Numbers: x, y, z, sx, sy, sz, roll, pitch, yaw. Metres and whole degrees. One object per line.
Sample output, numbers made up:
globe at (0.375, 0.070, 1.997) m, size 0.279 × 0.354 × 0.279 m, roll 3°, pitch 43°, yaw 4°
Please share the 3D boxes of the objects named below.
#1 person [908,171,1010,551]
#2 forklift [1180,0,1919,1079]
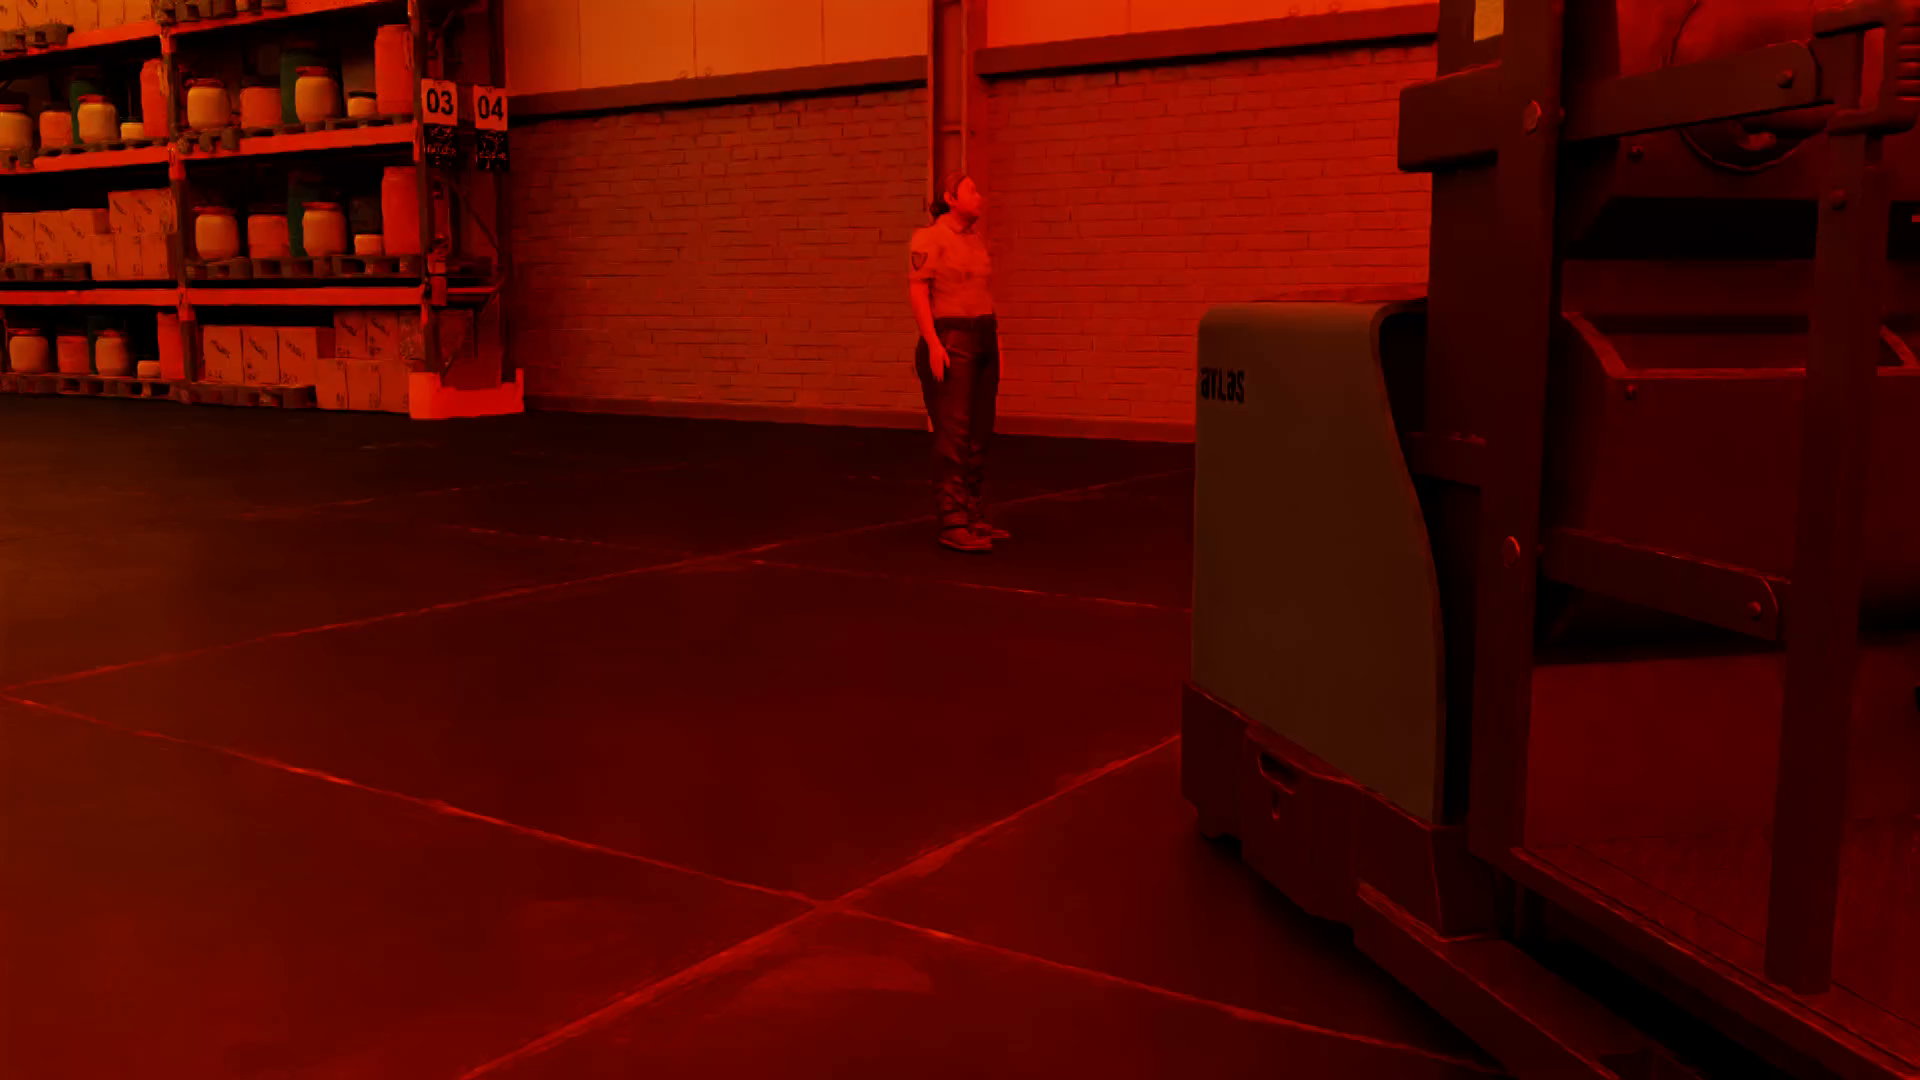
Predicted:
person at (0.062, -0.813, 7.418) m, size 0.502 × 1.650 × 0.599 m, roll 5°, pitch 10°, yaw 34°
forklift at (1.297, -0.679, 1.965) m, size 1.130 × 2.935 × 3.031 m, roll -2°, pitch 8°, yaw -13°
